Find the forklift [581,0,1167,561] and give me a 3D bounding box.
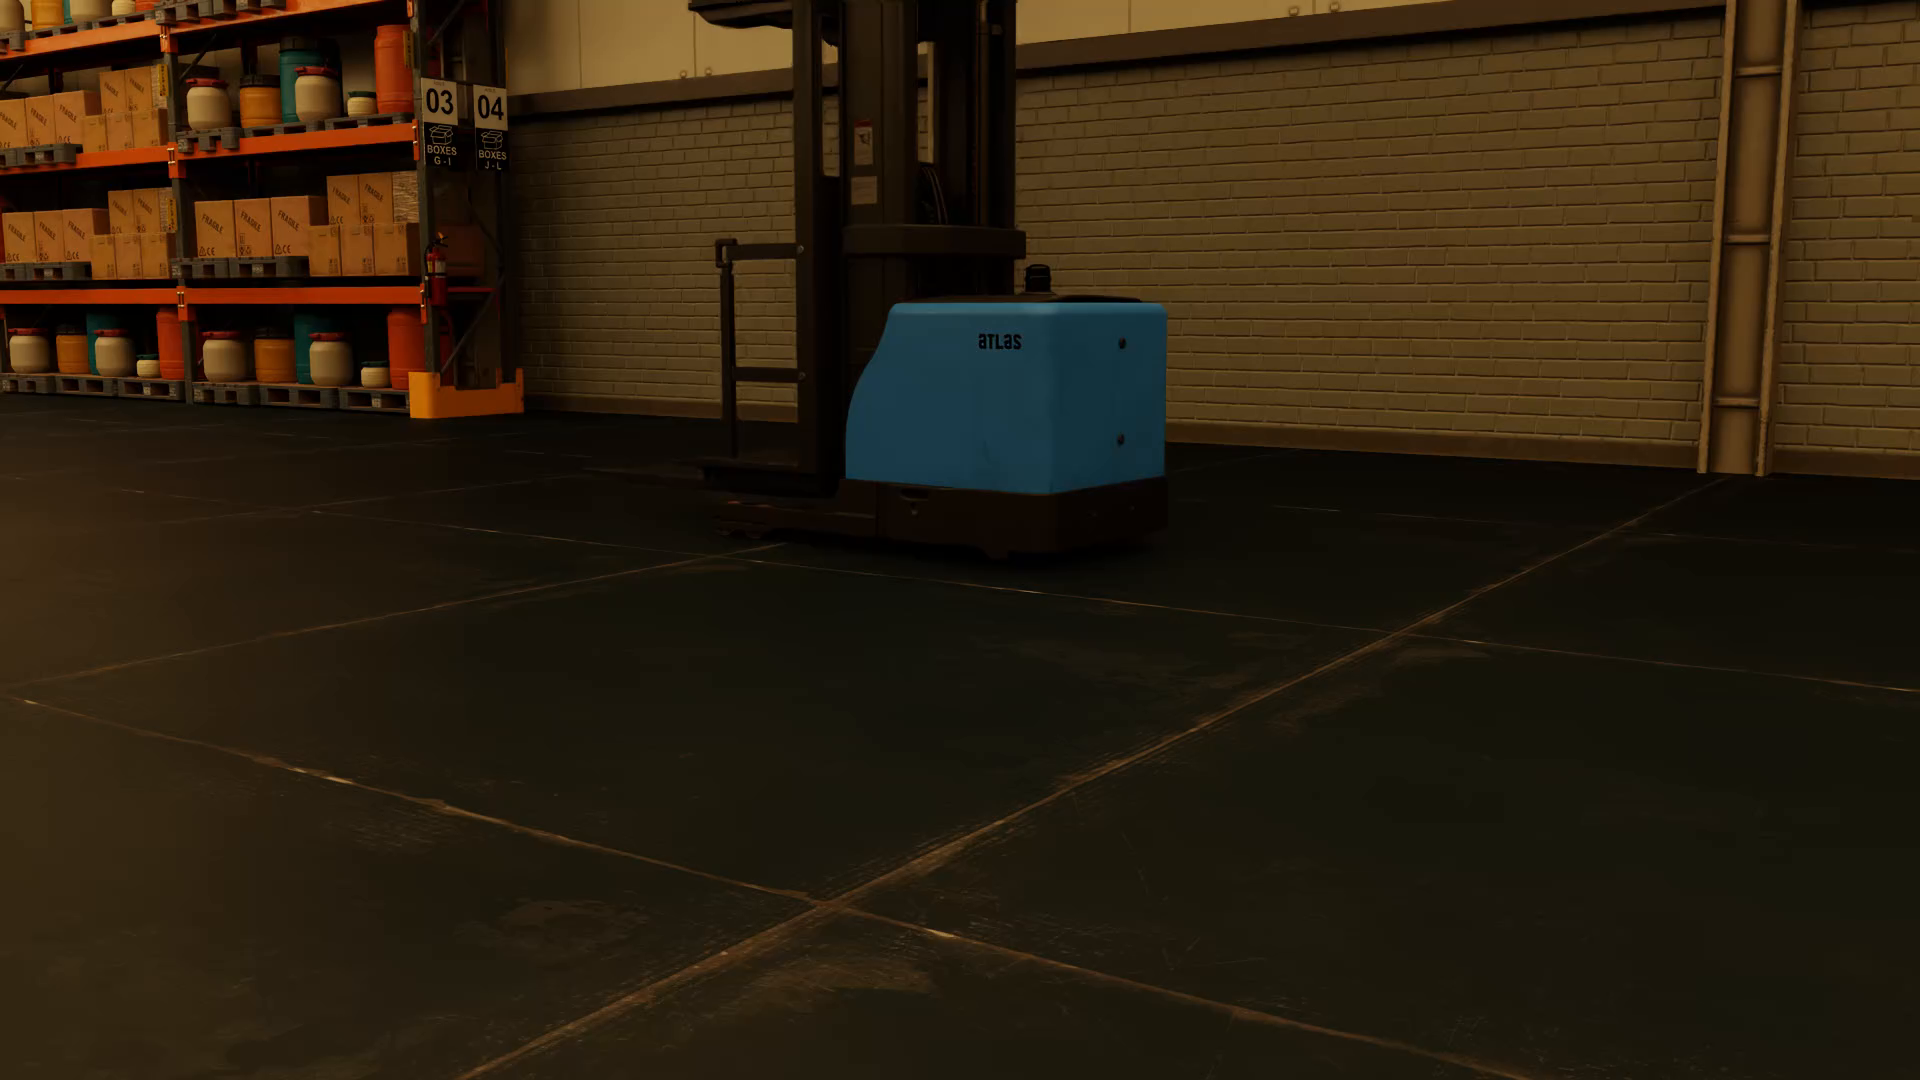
[{"bbox_3d":[-0.555,-1.506,7.785,3.031,2.935,1.130,6,10,37],"label":"forklift"}]
